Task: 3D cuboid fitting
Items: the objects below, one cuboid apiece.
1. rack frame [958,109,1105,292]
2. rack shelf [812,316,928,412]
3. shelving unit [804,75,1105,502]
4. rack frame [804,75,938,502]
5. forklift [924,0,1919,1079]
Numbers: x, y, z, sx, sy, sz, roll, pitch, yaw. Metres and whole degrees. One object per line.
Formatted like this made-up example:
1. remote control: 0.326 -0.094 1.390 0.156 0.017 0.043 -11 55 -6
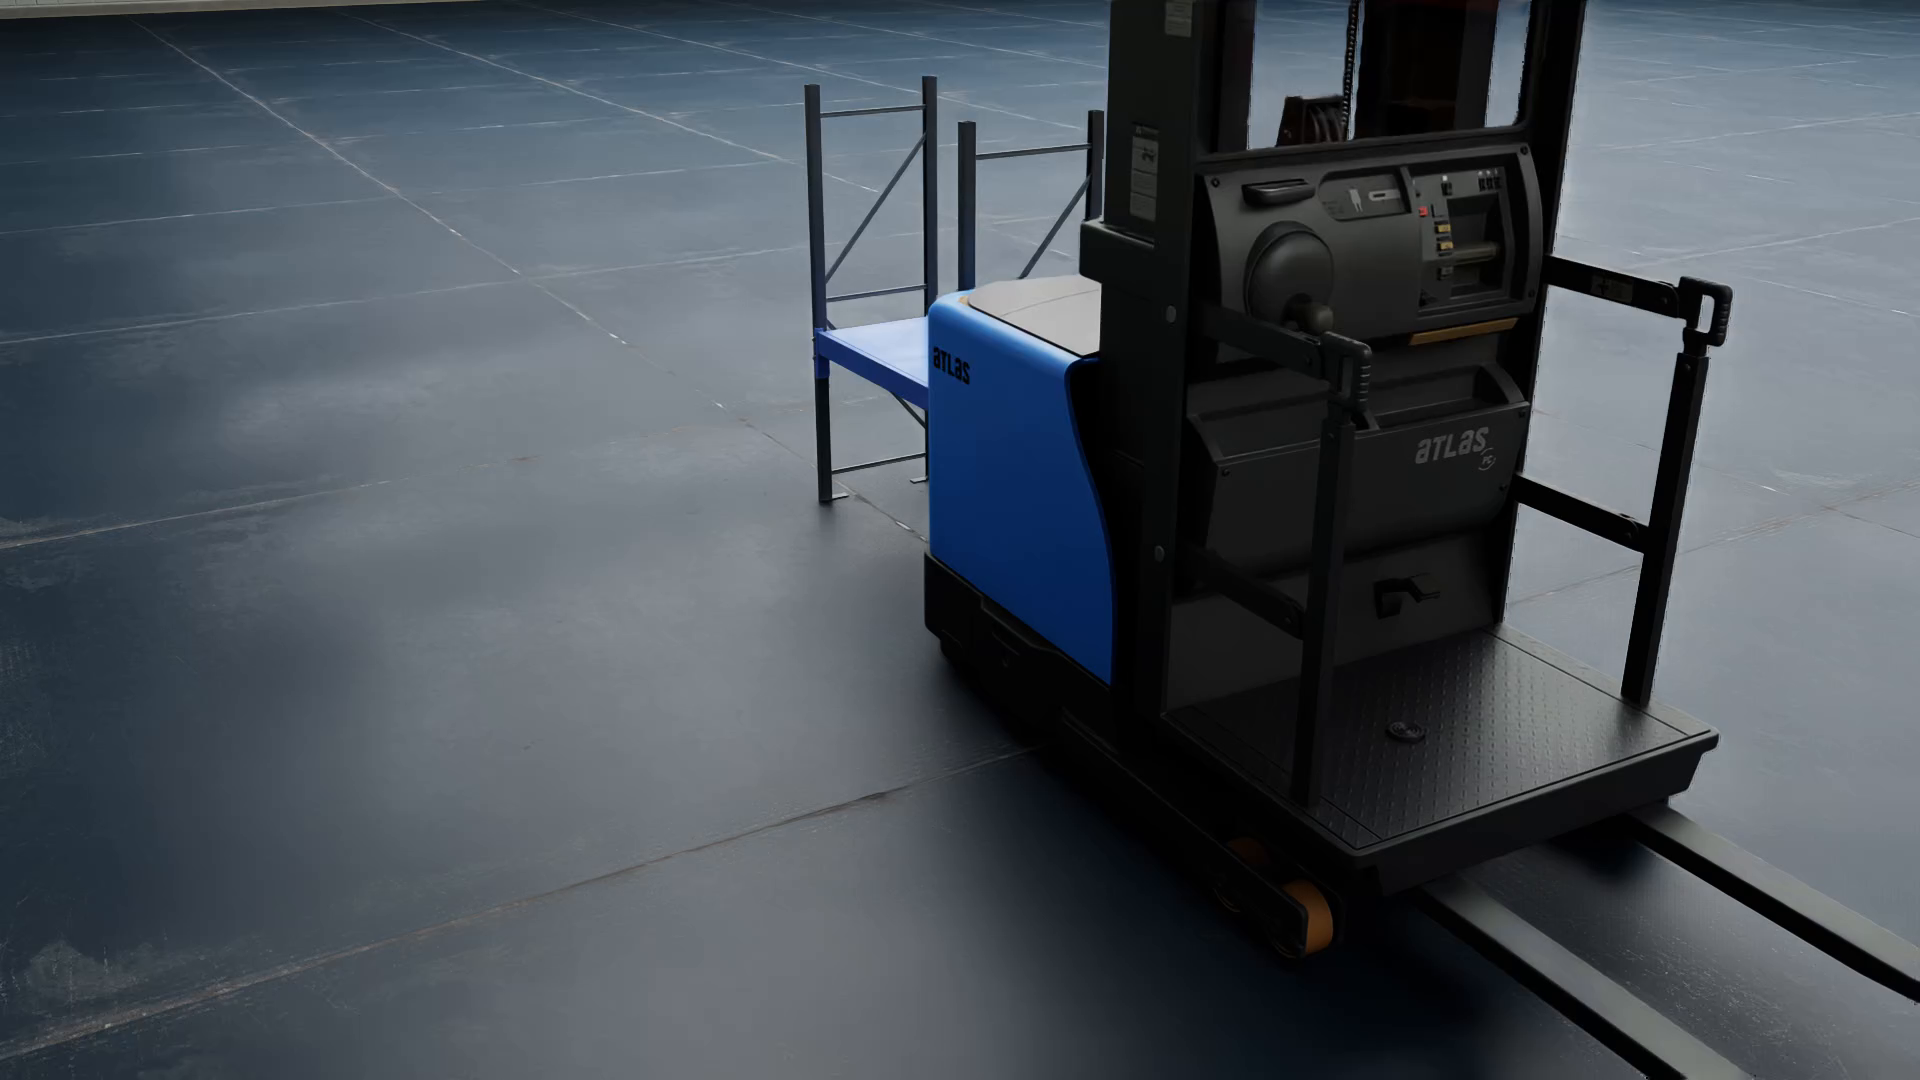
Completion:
1. rack frame: 0.216 -0.558 5.192 0.500 1.500 0.032 -13 25 -28
2. rack shelf: -0.044 -0.556 5.665 0.538 0.185 1.000 -13 25 -28
3. shelving unit: -0.044 -0.722 5.597 0.538 1.500 1.048 -13 25 -28
4. rack frame: -0.303 -0.887 6.002 0.500 1.500 0.032 -13 25 -28
5. forklift: 1.035 -0.649 3.517 1.130 2.935 3.031 -11 25 -26
